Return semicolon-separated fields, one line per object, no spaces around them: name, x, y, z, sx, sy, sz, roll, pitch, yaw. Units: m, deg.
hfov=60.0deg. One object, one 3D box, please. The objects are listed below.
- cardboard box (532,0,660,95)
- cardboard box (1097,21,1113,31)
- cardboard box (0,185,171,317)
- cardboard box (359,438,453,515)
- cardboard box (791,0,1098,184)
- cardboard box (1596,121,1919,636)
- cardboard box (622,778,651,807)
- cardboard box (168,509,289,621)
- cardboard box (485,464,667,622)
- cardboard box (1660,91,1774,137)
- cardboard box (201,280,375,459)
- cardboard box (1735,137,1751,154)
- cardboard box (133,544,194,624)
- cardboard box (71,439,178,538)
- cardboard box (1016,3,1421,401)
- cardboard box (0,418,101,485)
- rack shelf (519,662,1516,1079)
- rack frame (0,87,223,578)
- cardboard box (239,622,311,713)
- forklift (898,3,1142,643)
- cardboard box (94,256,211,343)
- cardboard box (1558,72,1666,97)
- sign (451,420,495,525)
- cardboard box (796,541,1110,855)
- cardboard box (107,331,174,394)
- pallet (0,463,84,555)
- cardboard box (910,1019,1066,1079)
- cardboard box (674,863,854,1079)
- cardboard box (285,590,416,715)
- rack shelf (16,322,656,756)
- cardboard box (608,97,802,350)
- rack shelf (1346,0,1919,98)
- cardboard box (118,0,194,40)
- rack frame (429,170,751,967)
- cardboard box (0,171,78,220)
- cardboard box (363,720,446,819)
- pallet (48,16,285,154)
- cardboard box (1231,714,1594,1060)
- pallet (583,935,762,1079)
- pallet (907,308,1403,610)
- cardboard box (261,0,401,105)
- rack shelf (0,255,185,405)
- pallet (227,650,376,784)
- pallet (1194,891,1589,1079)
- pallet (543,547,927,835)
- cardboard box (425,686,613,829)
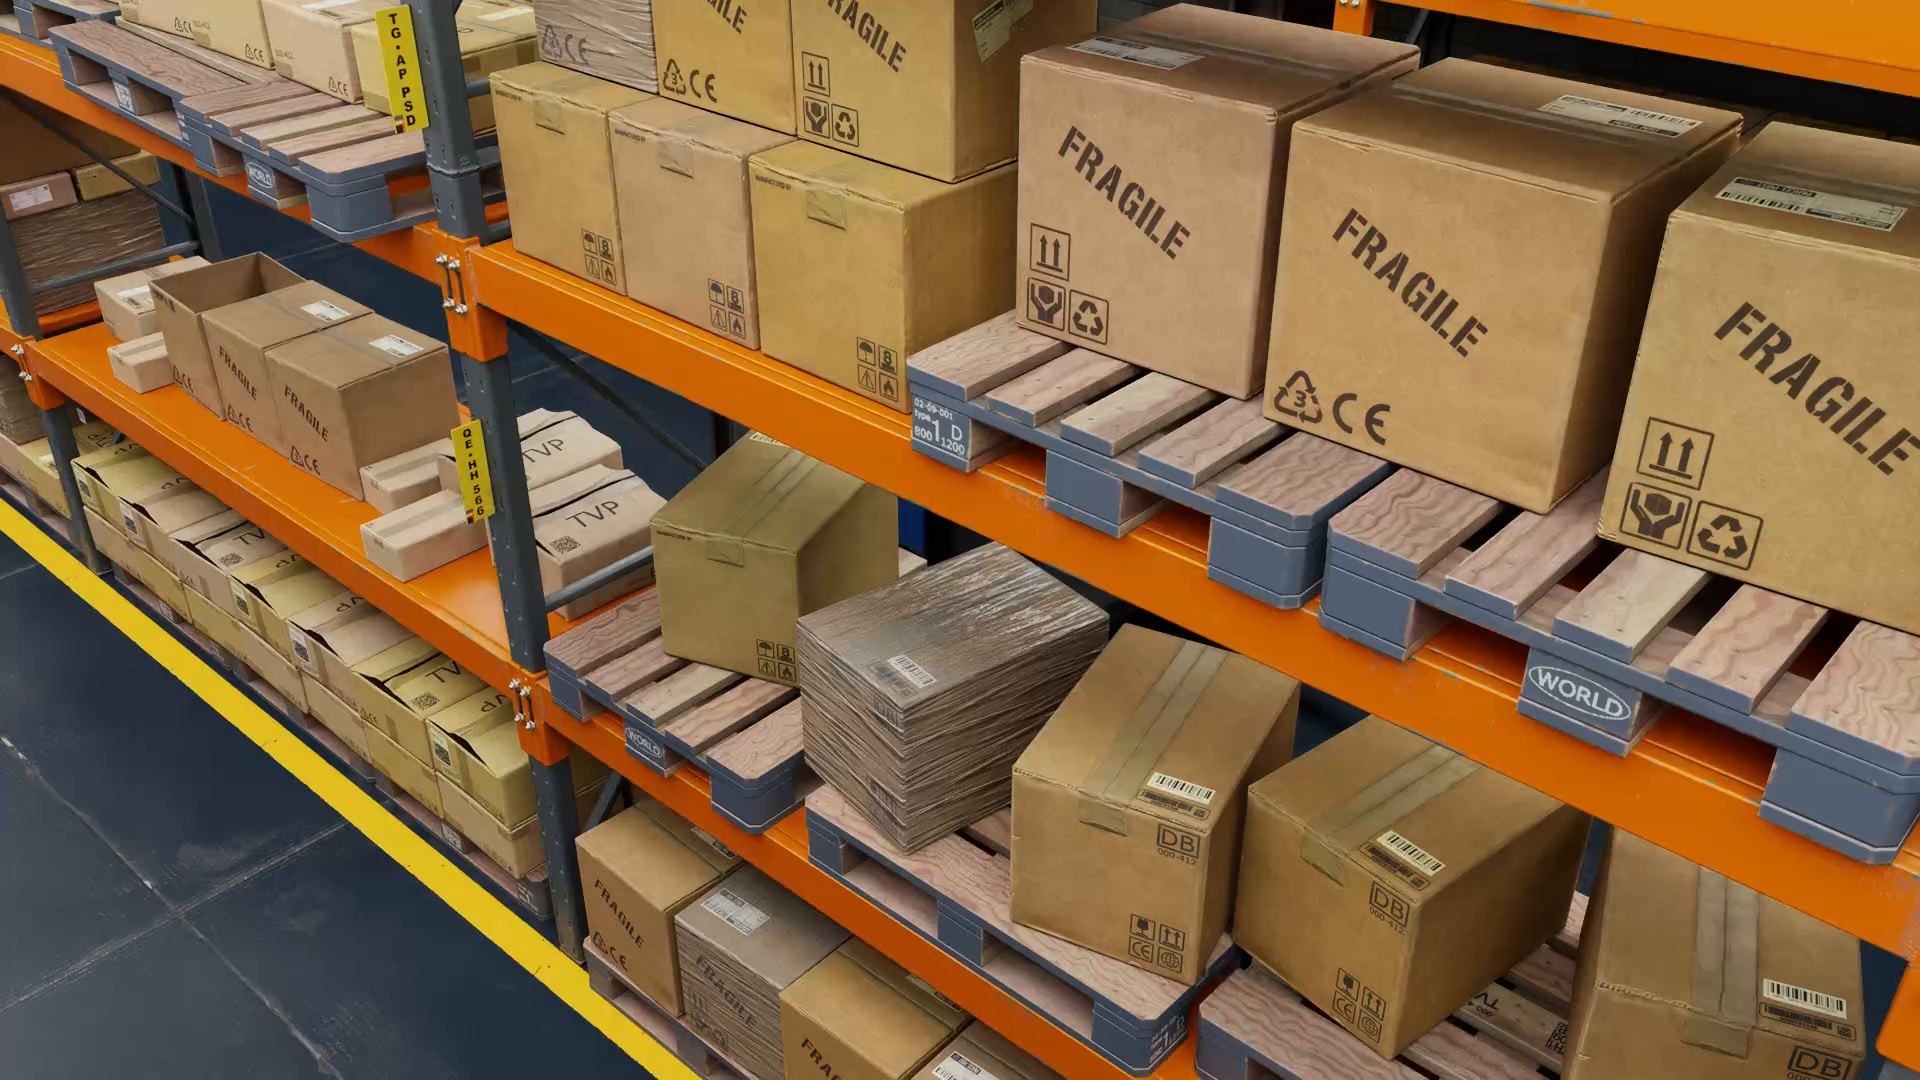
cardboard box;-0.791;-1.525;4.400;0.500;0.500;0.500;25;39;35
cardboard box;0.519;-2.832;10.023;0.700;0.500;0.500;-23;38;-33
cardboard box;-4.409;-1.501;8.237;0.500;0.500;0.700;24;38;34
cardboard box;-2.093;-0.234;6.475;0.380;0.149;0.250;-26;40;-36
cardboard box;-0.035;-1.172;3.814;0.500;0.500;0.500;25;39;35
cardboard box;1.532;-0.291;2.816;0.600;0.600;0.600;21;37;31
cardboard box;-1.301;0.782;6.801;0.500;0.250;0.500;25;39;35
cardboard box;-3.184;0.043;7.485;0.500;0.311;0.500;24;38;34
cardboard box;-1.350;-0.027;5.972;0.500;0.311;0.500;-27;40;-37
cardboard box;3.481;-1.901;7.867;0.500;0.250;0.500;24;38;34
cardboard box;-2.755;-0.722;6.944;0.500;0.500;0.500;25;39;35
cardboard box;3.530;-1.531;7.252;0.500;0.250;0.500;24;39;34
cardboard box;-3.565;0.103;7.929;0.500;0.250;0.500;26;40;36
cardboard box;-3.936;-0.310;8.072;0.500;0.311;0.500;25;39;35
cardboard box;0.541;-0.752;3.581;0.600;0.600;0.600;23;38;33
cardboard box;-4.930;-0.562;9.034;0.500;0.250;0.500;25;39;35
rack shelf;0.373;1.078;4.748;4.000;0.370;1.077;25;39;35
rack frame;-4.076;-1.307;8.012;0.127;3.000;1.000;25;39;35
cardboard box;-2.802;0.458;7.340;0.500;0.250;0.500;26;40;36
forklift;0.507;-0.908;7.417;1.130;2.935;3.031;-23;38;-34
cardboard box;-3.681;-1.089;7.795;0.500;0.250;0.500;-27;40;-37
cardboard box;3.103;-2.080;8.164;0.500;0.250;0.500;24;38;34
sign;-1.480;-0.205;5.059;0.005;0.325;0.100;25;39;35
cardboard box;-0.017;0.419;4.641;0.700;0.500;0.500;-21;37;-31
cardboard box;-3.556;-0.814;7.438;0.250;0.149;0.380;25;39;35
pallet;-4.637;-0.403;9.215;1.213;0.211;1.003;25;39;35
cardboard box;0.187;1.760;4.915;0.500;0.500;0.500;24;38;34
cardboard box;-0.572;1.406;5.503;0.500;0.500;0.500;23;38;33
cardboard box;-2.426;0.395;6.900;0.500;0.311;0.500;25;39;35
rack shelf;-2.593;-0.306;7.048;4.000;0.370;1.077;25;39;35
cardboard box;-0.386;-0.936;4.390;0.500;0.500;0.910;25;39;35
rack shelf;3.694;-2.103;7.123;4.000;0.370;1.077;25;39;35
cardboard box;-2.699;-2.022;6.031;0.500;0.250;0.500;21;37;31
rack frame;-1.110;0.078;5.712;0.127;3.000;1.000;25;39;35
cardboard box;-4.421;-1.640;7.839;0.250;0.149;0.380;25;39;35
cardboard box;-2.048;0.810;6.755;0.500;0.250;0.500;25;39;35
pallet;-2.504;-1.713;5.962;1.213;0.211;1.003;27;40;37
cardboard box;1.102;0.776;4.048;0.700;0.500;0.500;-22;38;-32
pallet;-0.582;1.545;5.978;1.213;0.211;1.003;25;39;35
pallet;0.648;-0.353;3.701;1.003;0.211;1.213;25;39;35
cardboard box;-1.885;-1.633;5.384;0.500;0.250;0.500;26;40;36
rack shelf;-5.559;-1.691;9.347;4.000;0.370;1.077;25;39;35
pallet;-2.595;0.550;7.631;1.213;0.211;1.003;25;39;35
pallet;1.336;1.226;3.991;1.213;0.211;1.003;25;39;35
pallet;-0.560;0.368;5.417;1.003;0.211;1.213;25;39;35
cardboard box;-1.664;0.748;6.313;0.500;0.311;0.500;26;40;36
